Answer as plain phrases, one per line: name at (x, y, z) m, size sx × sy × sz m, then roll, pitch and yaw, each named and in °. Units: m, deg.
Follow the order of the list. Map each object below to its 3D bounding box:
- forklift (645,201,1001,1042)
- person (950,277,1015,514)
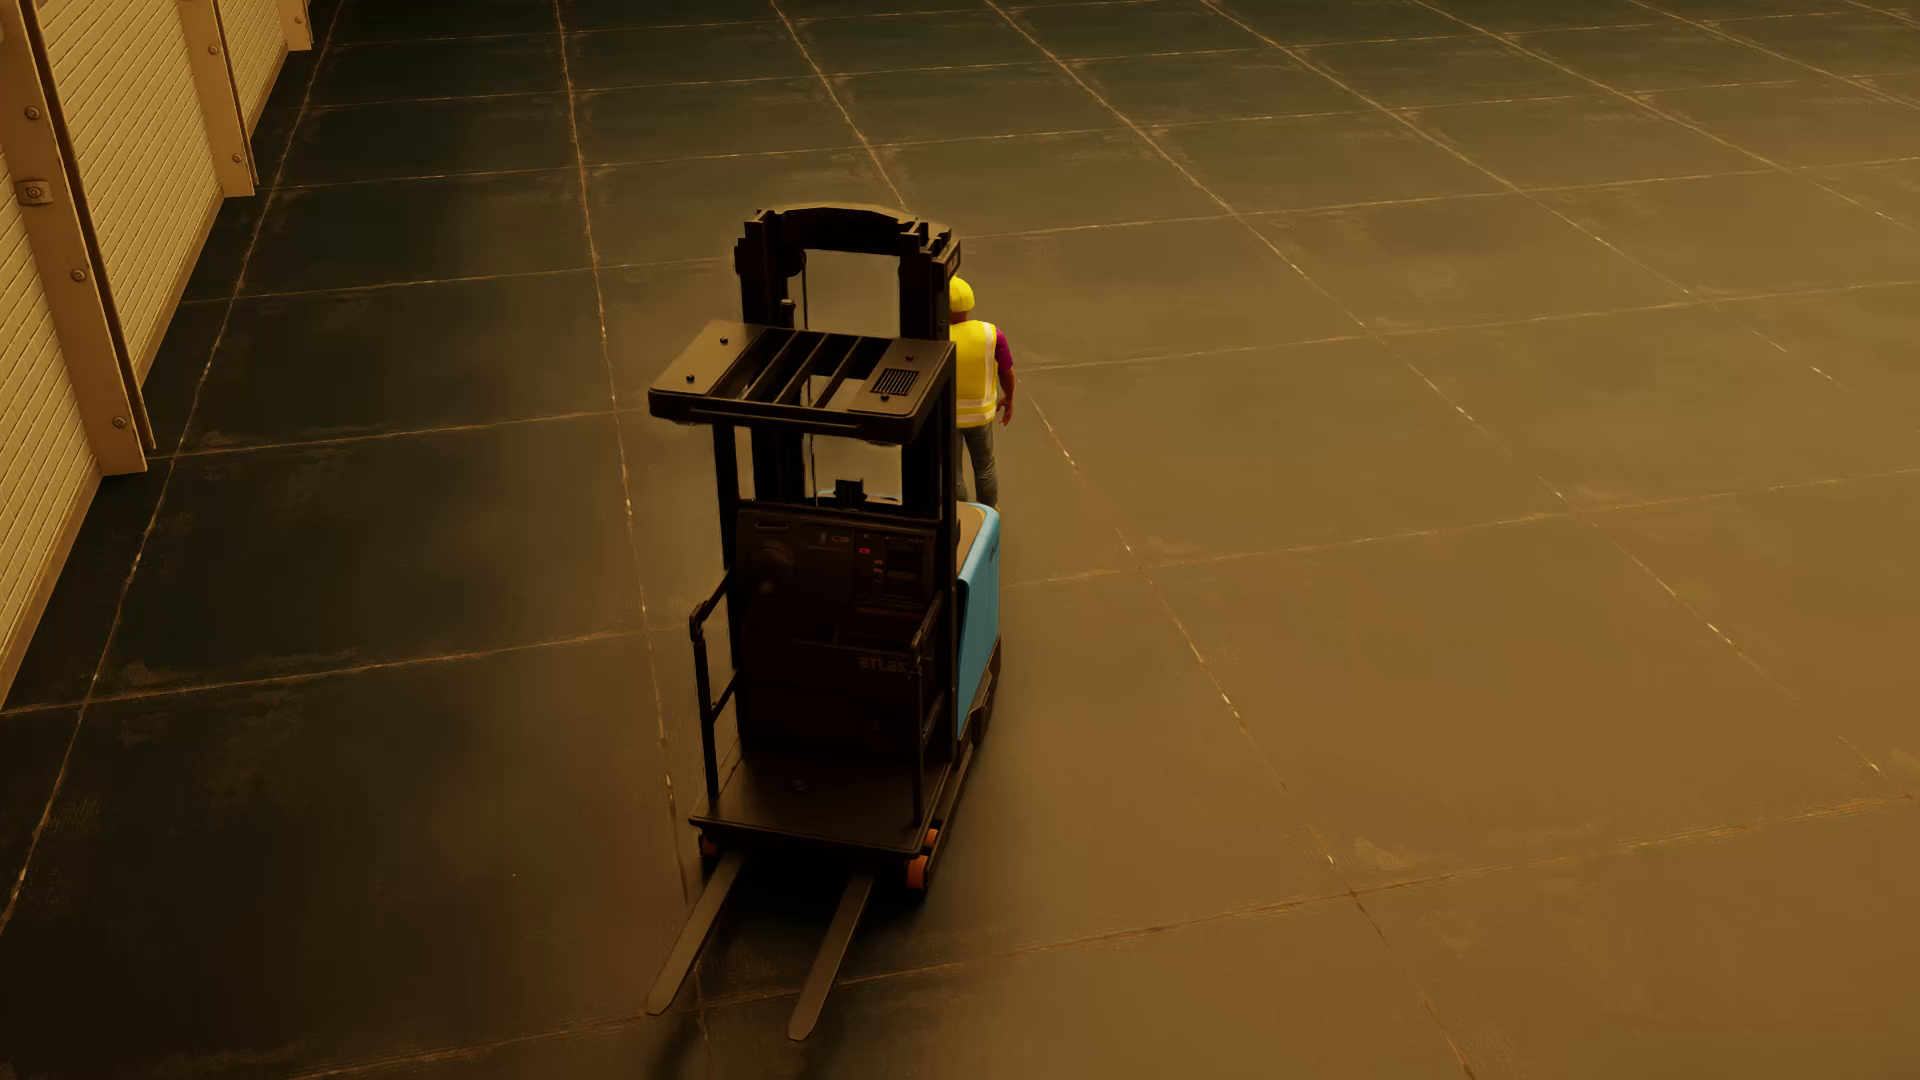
forklift at (-0.611, 0.142, 7.329) m, size 1.130 × 2.935 × 3.031 m, roll 7°, pitch 31°, yaw 11°
person at (-0.011, -0.805, 10.114) m, size 0.665 × 1.768 × 0.575 m, roll -7°, pitch 31°, yaw -12°
